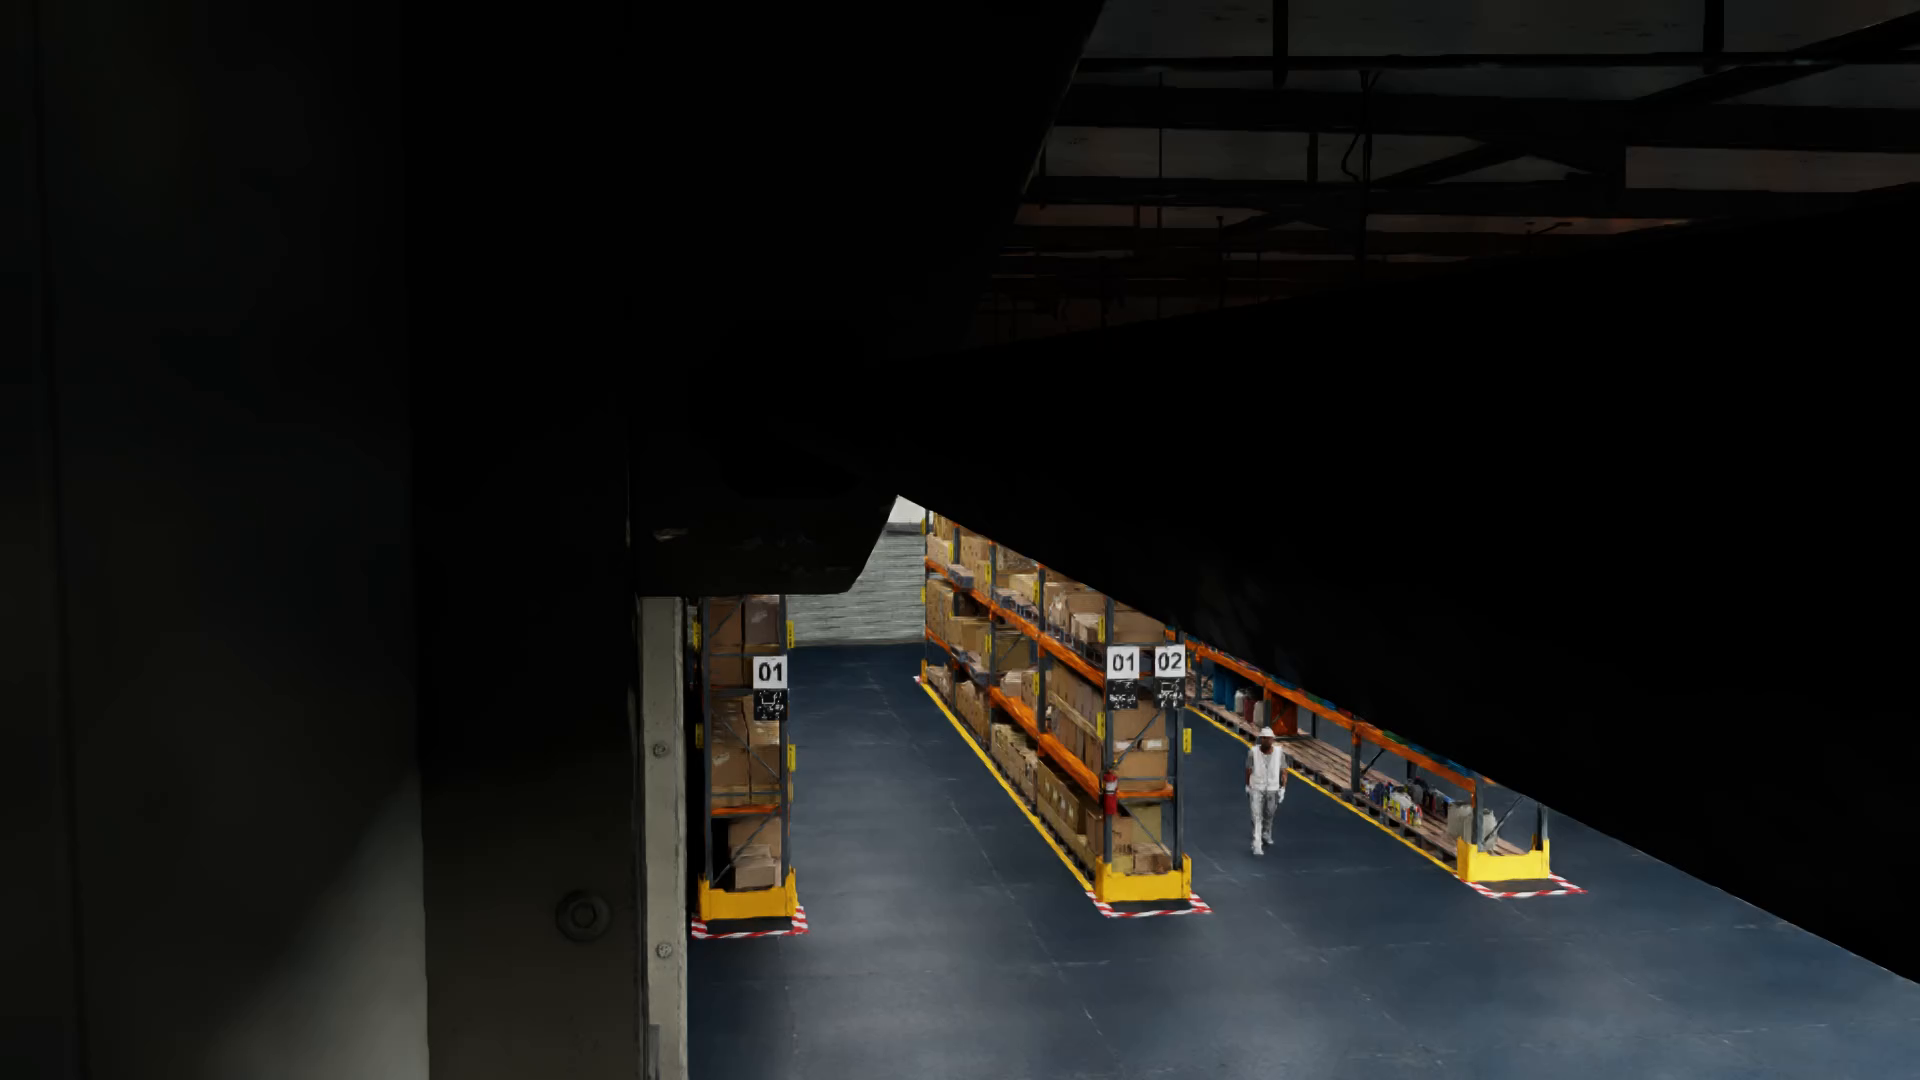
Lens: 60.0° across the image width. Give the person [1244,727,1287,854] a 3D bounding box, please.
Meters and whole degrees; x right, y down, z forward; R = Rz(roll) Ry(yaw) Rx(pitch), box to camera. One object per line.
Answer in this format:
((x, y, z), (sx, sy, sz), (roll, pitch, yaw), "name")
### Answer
((4.240, 3.434, 23.011), (0.554, 1.722, 1.037), (0, 5, 0), "person")
